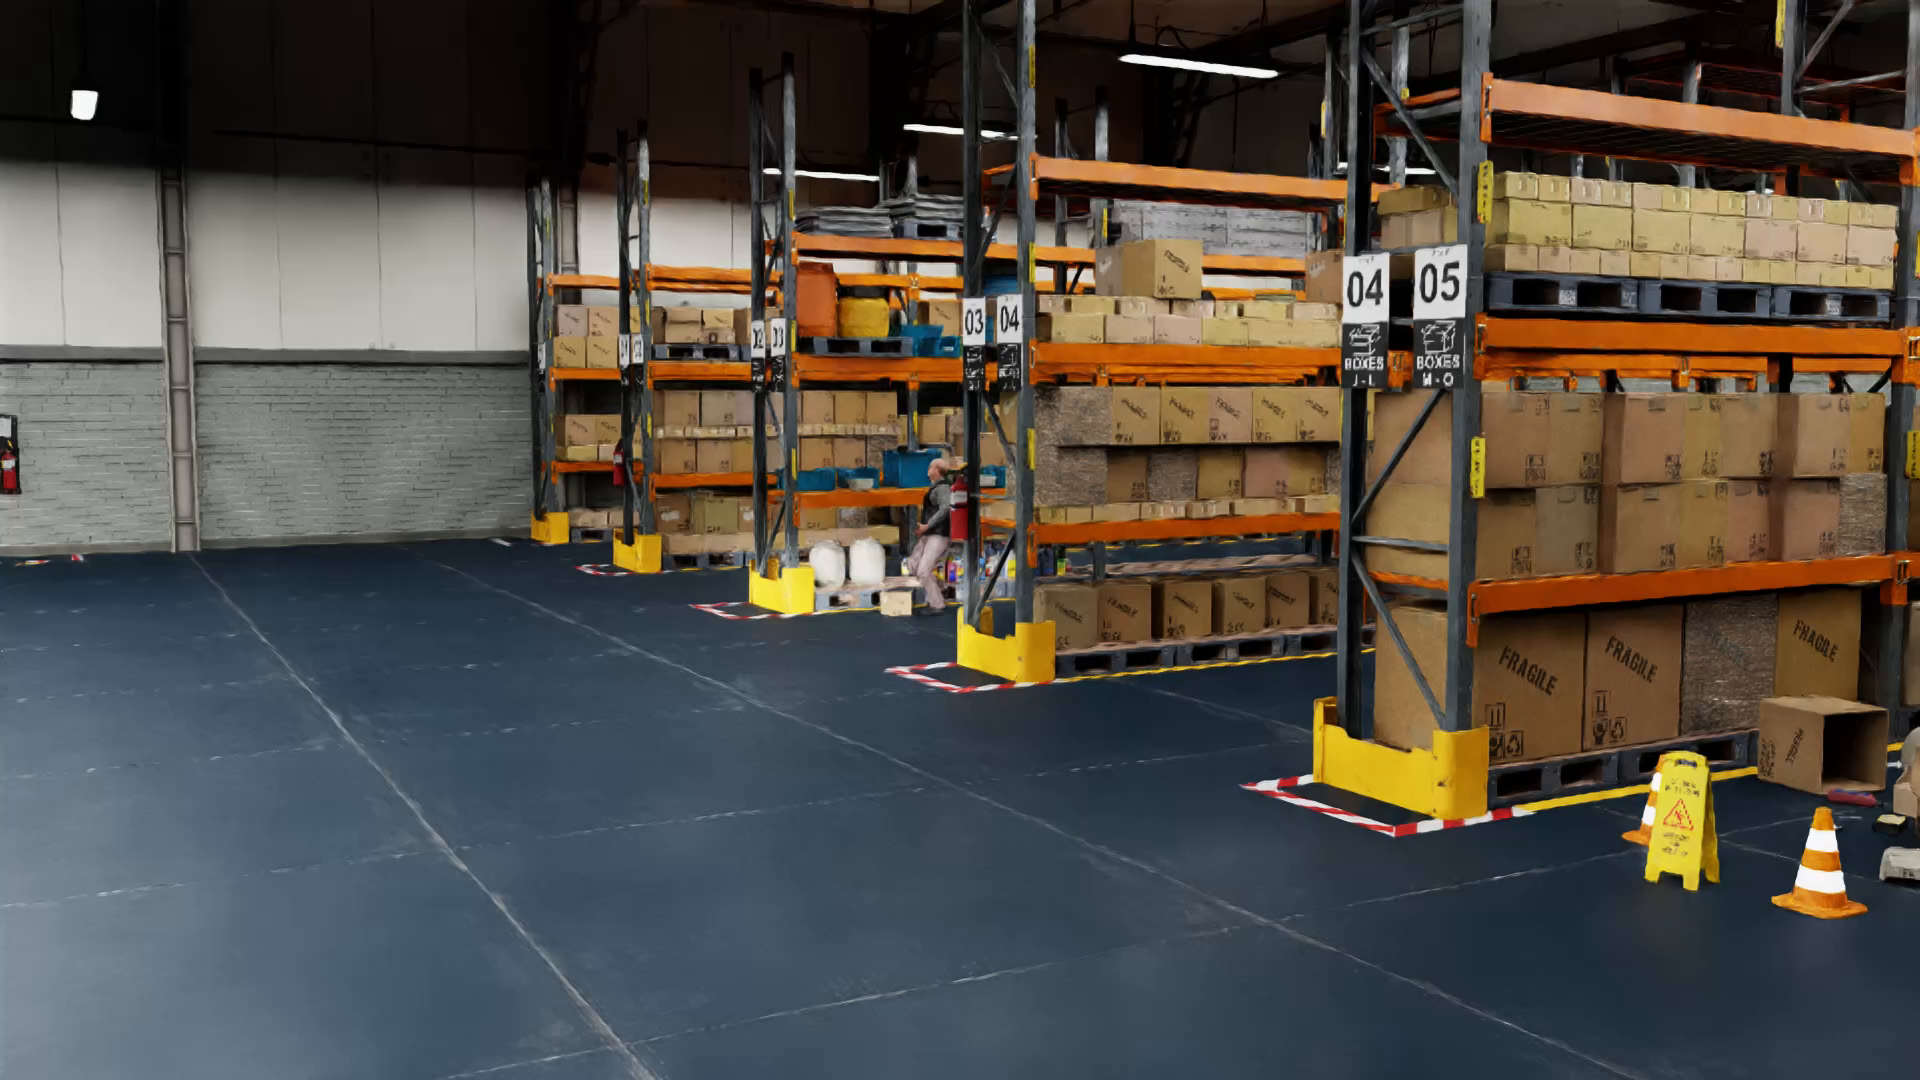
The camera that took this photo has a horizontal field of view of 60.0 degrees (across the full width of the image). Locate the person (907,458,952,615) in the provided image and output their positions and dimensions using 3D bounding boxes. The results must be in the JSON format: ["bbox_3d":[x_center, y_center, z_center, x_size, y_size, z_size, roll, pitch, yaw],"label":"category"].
[{"bbox_3d":[-0.303,-0.036,18.024,0.489,1.692,0.710,-1,5,-11],"label":"person"}]
